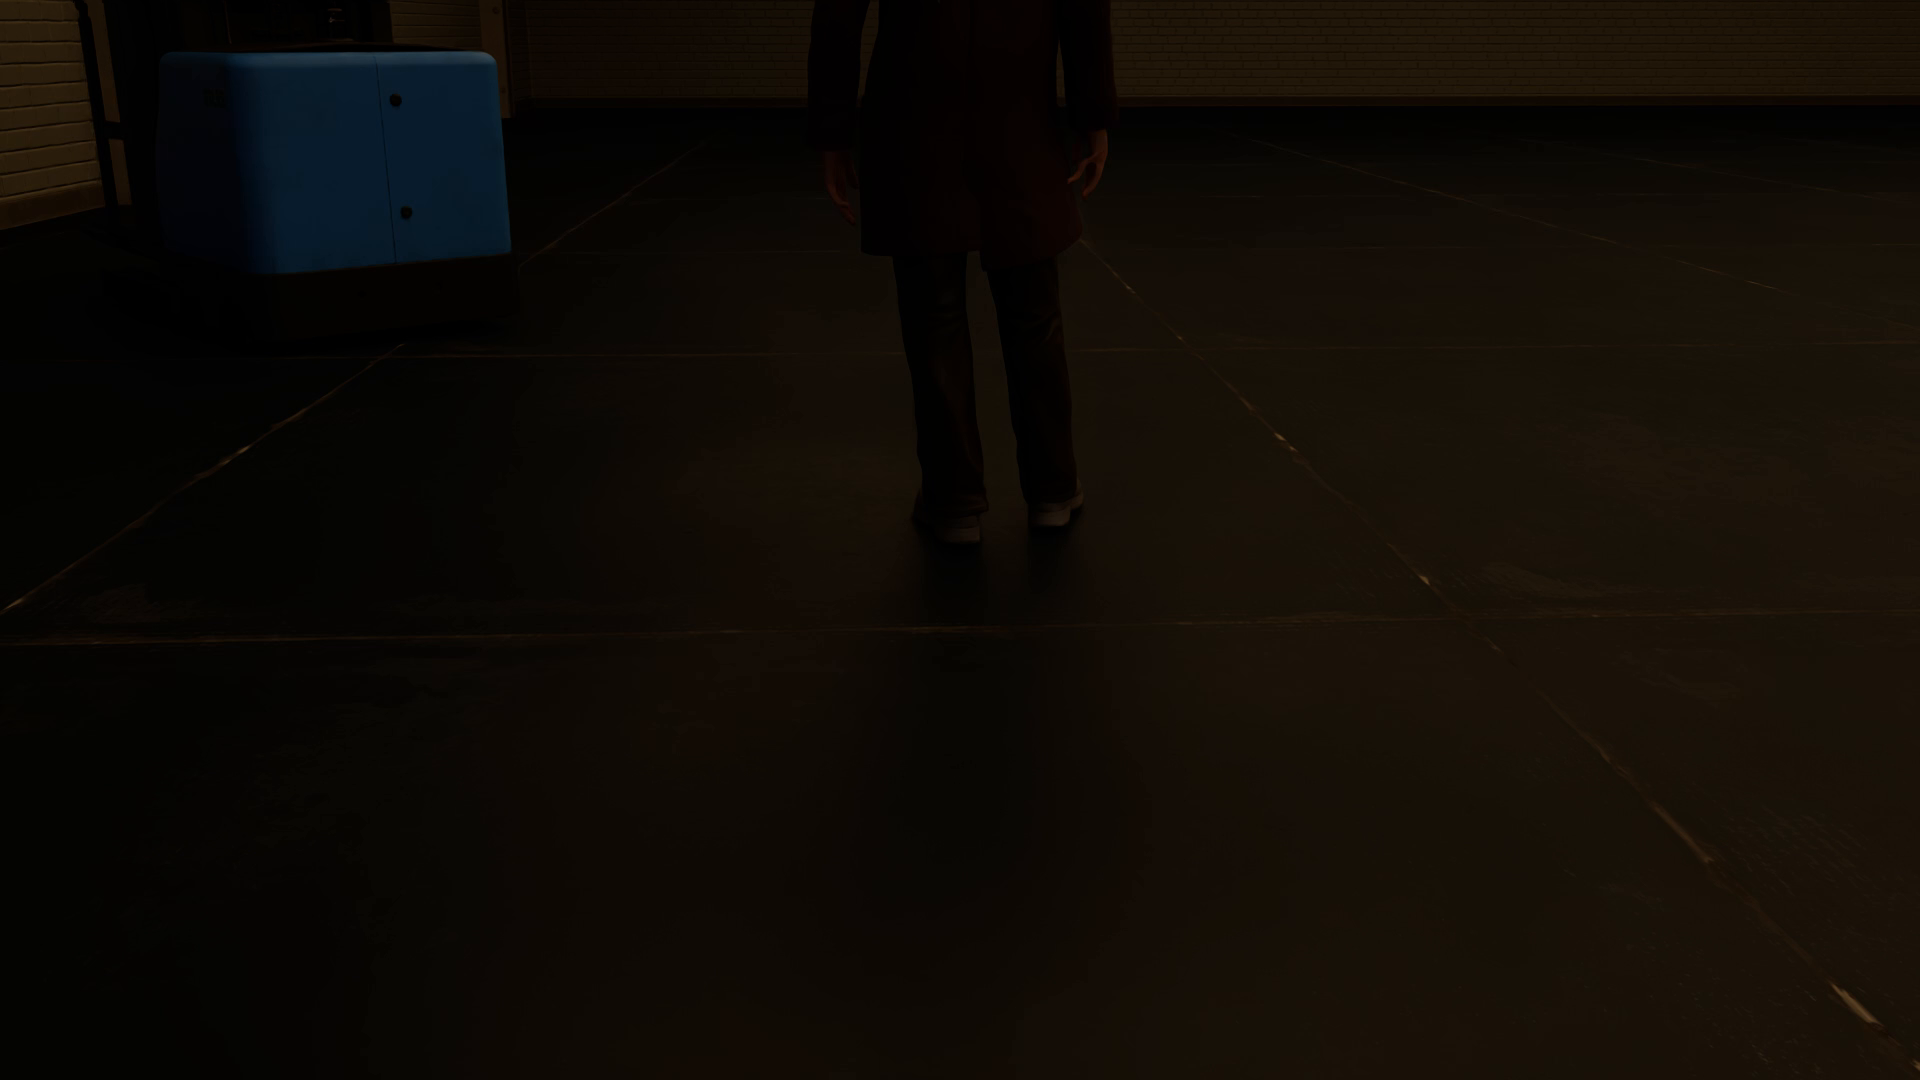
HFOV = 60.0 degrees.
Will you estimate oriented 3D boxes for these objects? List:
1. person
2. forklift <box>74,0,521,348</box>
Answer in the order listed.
[{"bbox_3d":[0.000,-0.884,3.743,0.696,1.776,0.582,-1,17,-3],"label":"person"},{"bbox_3d":[-3.109,-2.472,6.987,1.130,2.935,3.031,-14,22,-39],"label":"forklift"}]
